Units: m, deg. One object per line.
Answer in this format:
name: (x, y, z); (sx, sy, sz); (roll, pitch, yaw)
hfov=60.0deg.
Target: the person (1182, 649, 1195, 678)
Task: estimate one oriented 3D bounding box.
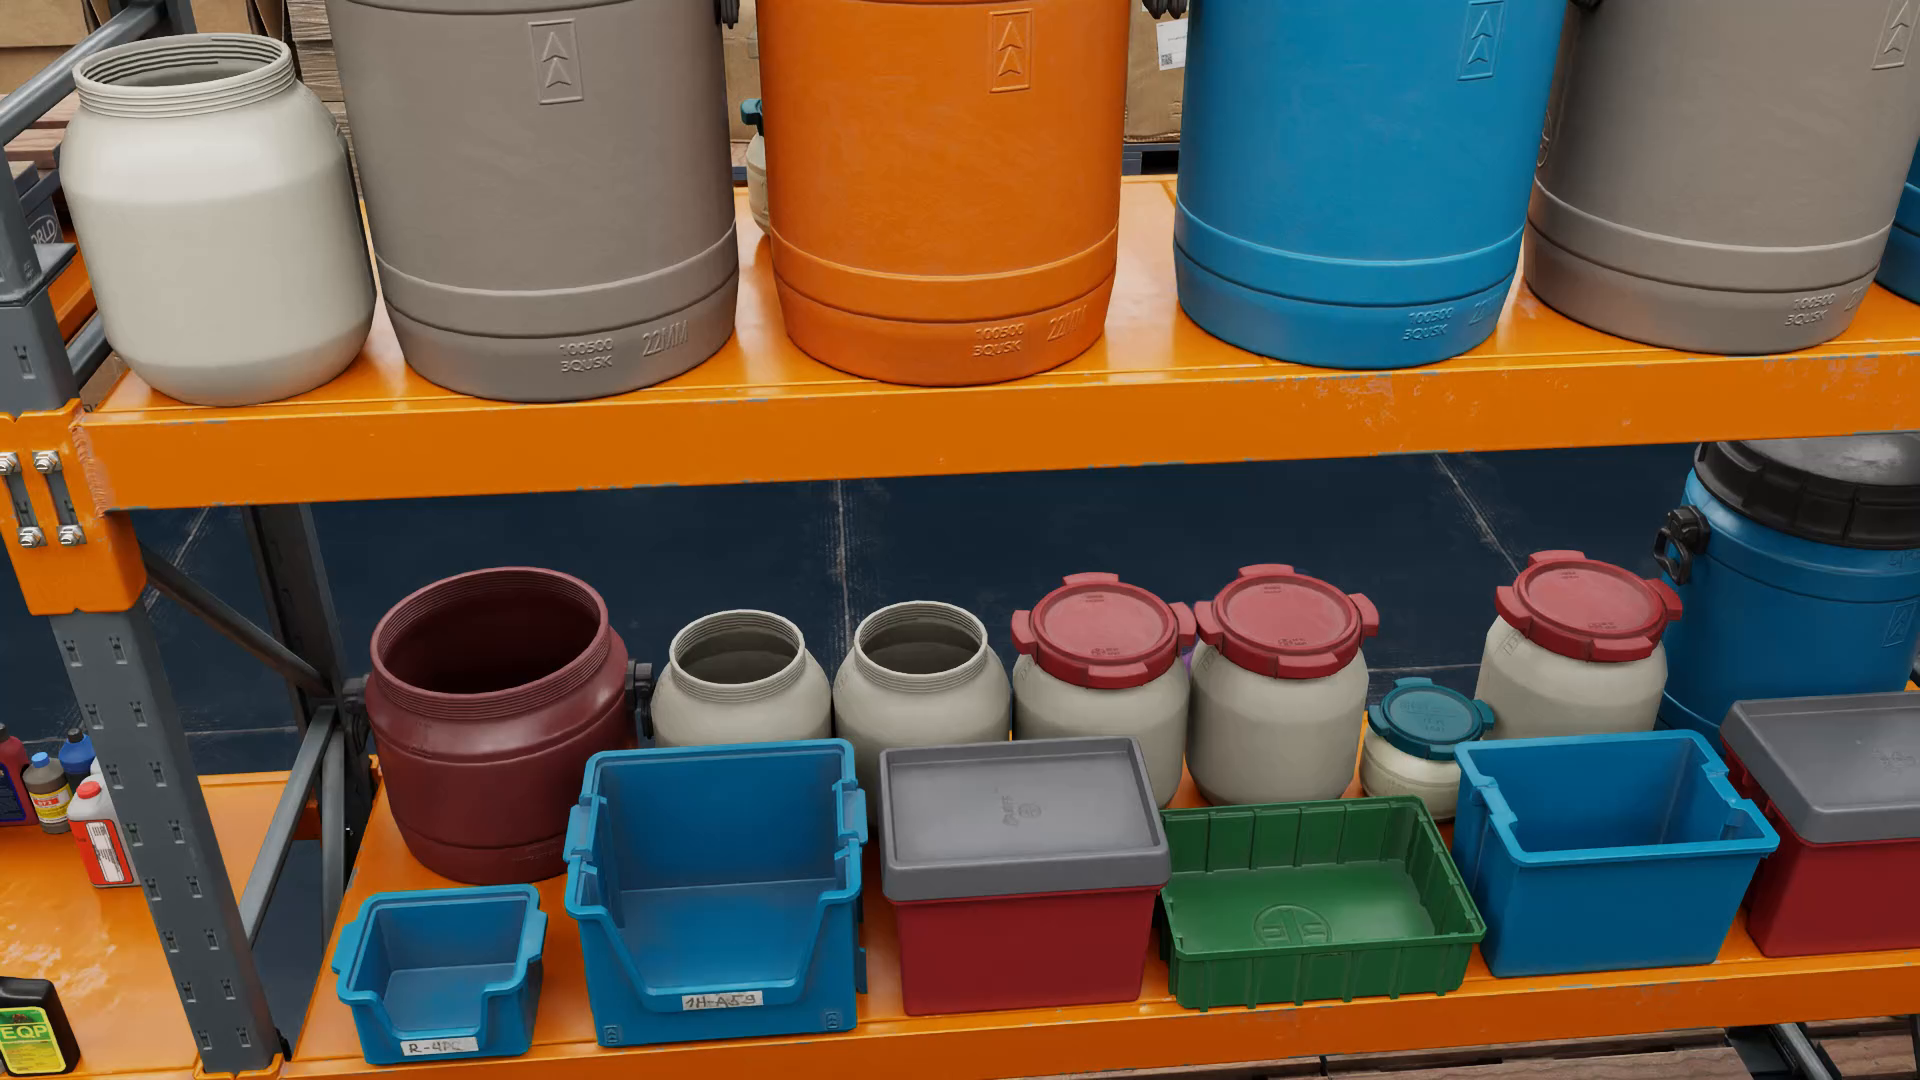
person: (0.972, 0.637, 5.803); (0.467, 0.876, 0.807); (-3, 32, -4)
